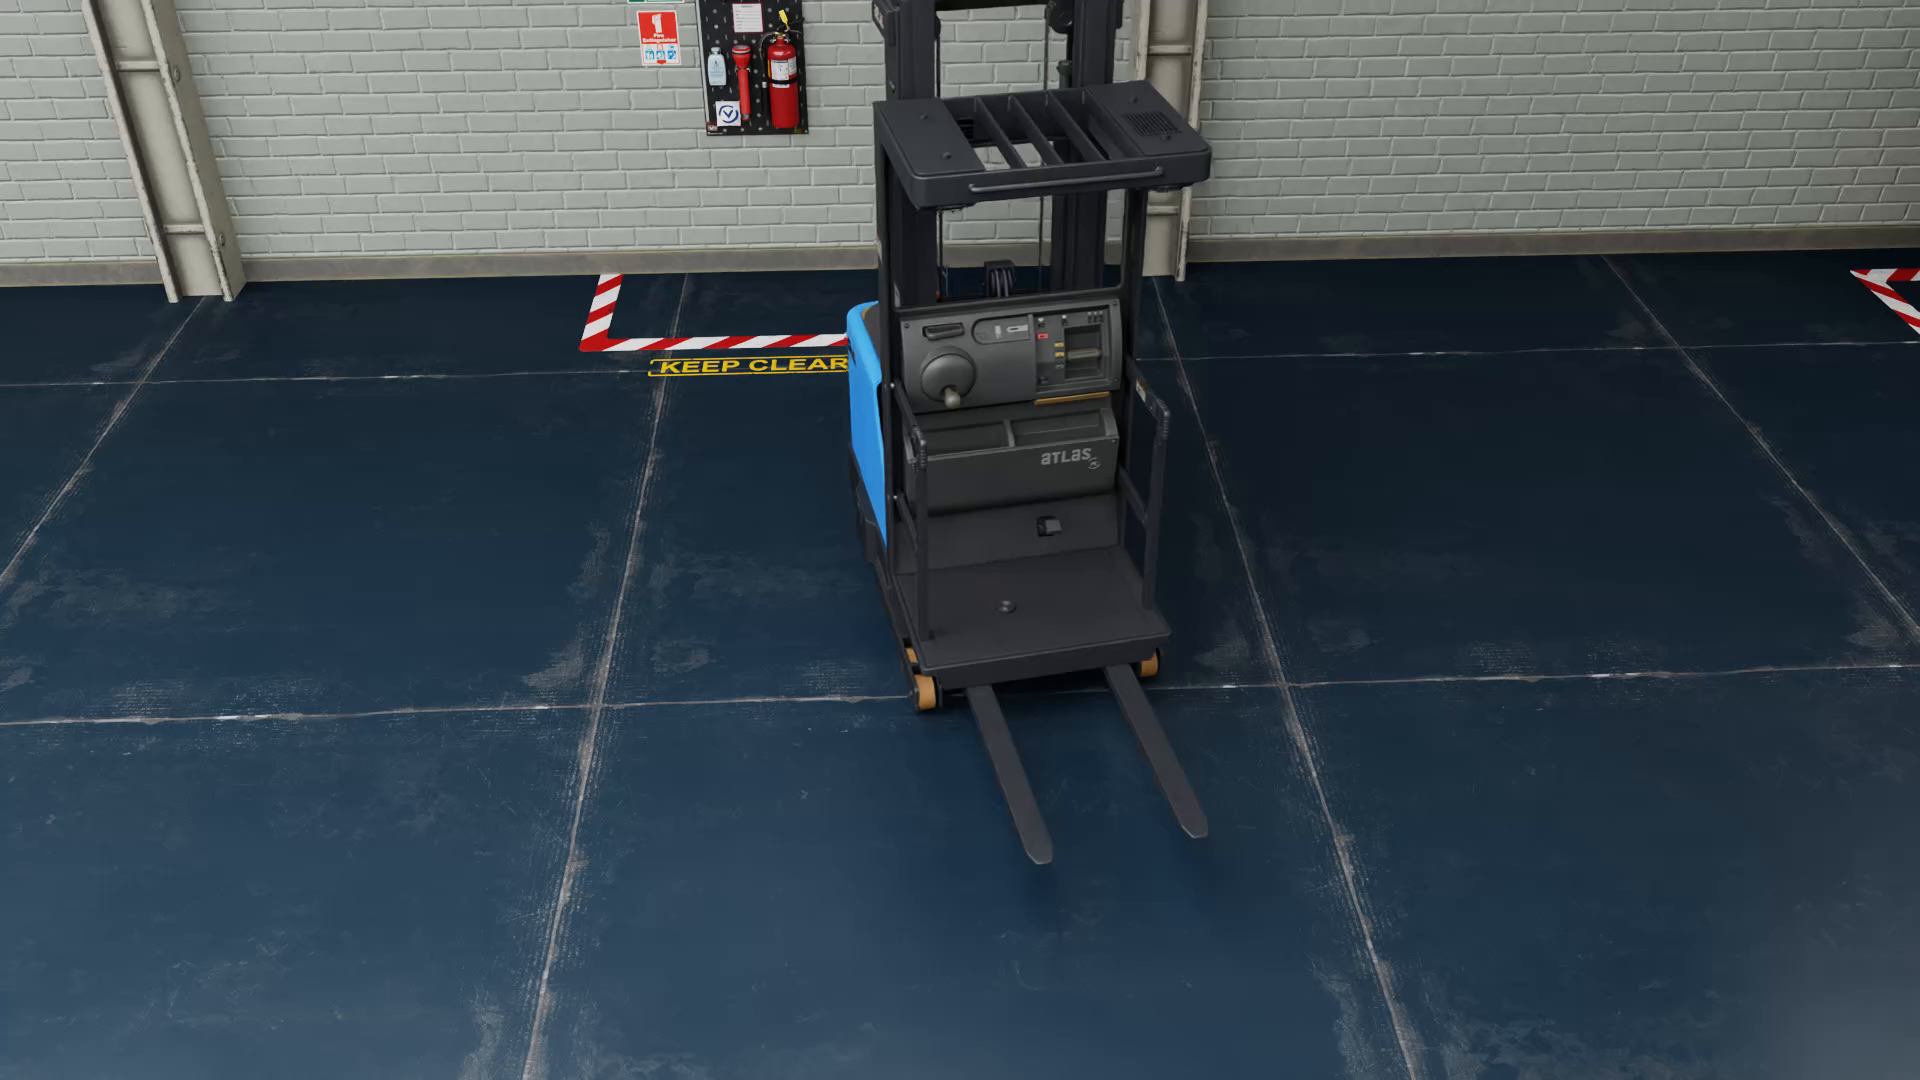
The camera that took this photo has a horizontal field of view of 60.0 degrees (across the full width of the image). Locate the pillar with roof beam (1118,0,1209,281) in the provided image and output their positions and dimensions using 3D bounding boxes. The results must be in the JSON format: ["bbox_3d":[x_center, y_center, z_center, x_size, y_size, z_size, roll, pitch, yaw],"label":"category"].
[{"bbox_3d":[1.440,-2.994,4.668,0.400,9.000,9.100,-2,35,-2],"label":"pillar with roof beam"}]

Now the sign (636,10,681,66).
[{"bbox_3d":[-1.791,-2.988,9.900,0.234,0.329,0.001,-2,35,-2],"label":"sign"}]

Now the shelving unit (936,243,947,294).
[{"bbox_3d":[-0.182,-0.908,8.507,0.189,1.200,0.258,-7,35,-11],"label":"shelving unit"}]

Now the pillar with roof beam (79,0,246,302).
[{"bbox_3d":[-4.553,-2.832,4.435,0.400,9.000,9.100,-2,35,-2],"label":"pillar with roof beam"}]

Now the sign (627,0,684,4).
[{"bbox_3d":[-1.786,-3.200,9.742,0.331,0.109,0.001,-2,35,-2],"label":"sign"}]

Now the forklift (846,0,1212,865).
[{"bbox_3d":[0.268,-0.707,6.696,1.130,2.935,3.031,-7,35,-11],"label":"forklift"}]

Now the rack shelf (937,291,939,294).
[{"bbox_3d":[-0.182,-1.168,8.328,0.180,0.103,0.258,-7,35,-11],"label":"rack shelf"}]

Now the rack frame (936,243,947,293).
[{"bbox_3d":[-0.092,-0.920,8.524,0.006,1.200,0.240,-7,35,-11],"label":"rack frame"}]

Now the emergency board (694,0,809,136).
[{"bbox_3d":[-1.234,-2.929,9.847,0.643,1.169,0.194,-2,35,-2],"label":"emergency board"}]

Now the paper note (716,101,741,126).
[{"bbox_3d":[-1.414,-2.601,10.147,0.142,0.148,0.016,-2,35,-2],"label":"paper note"}]
